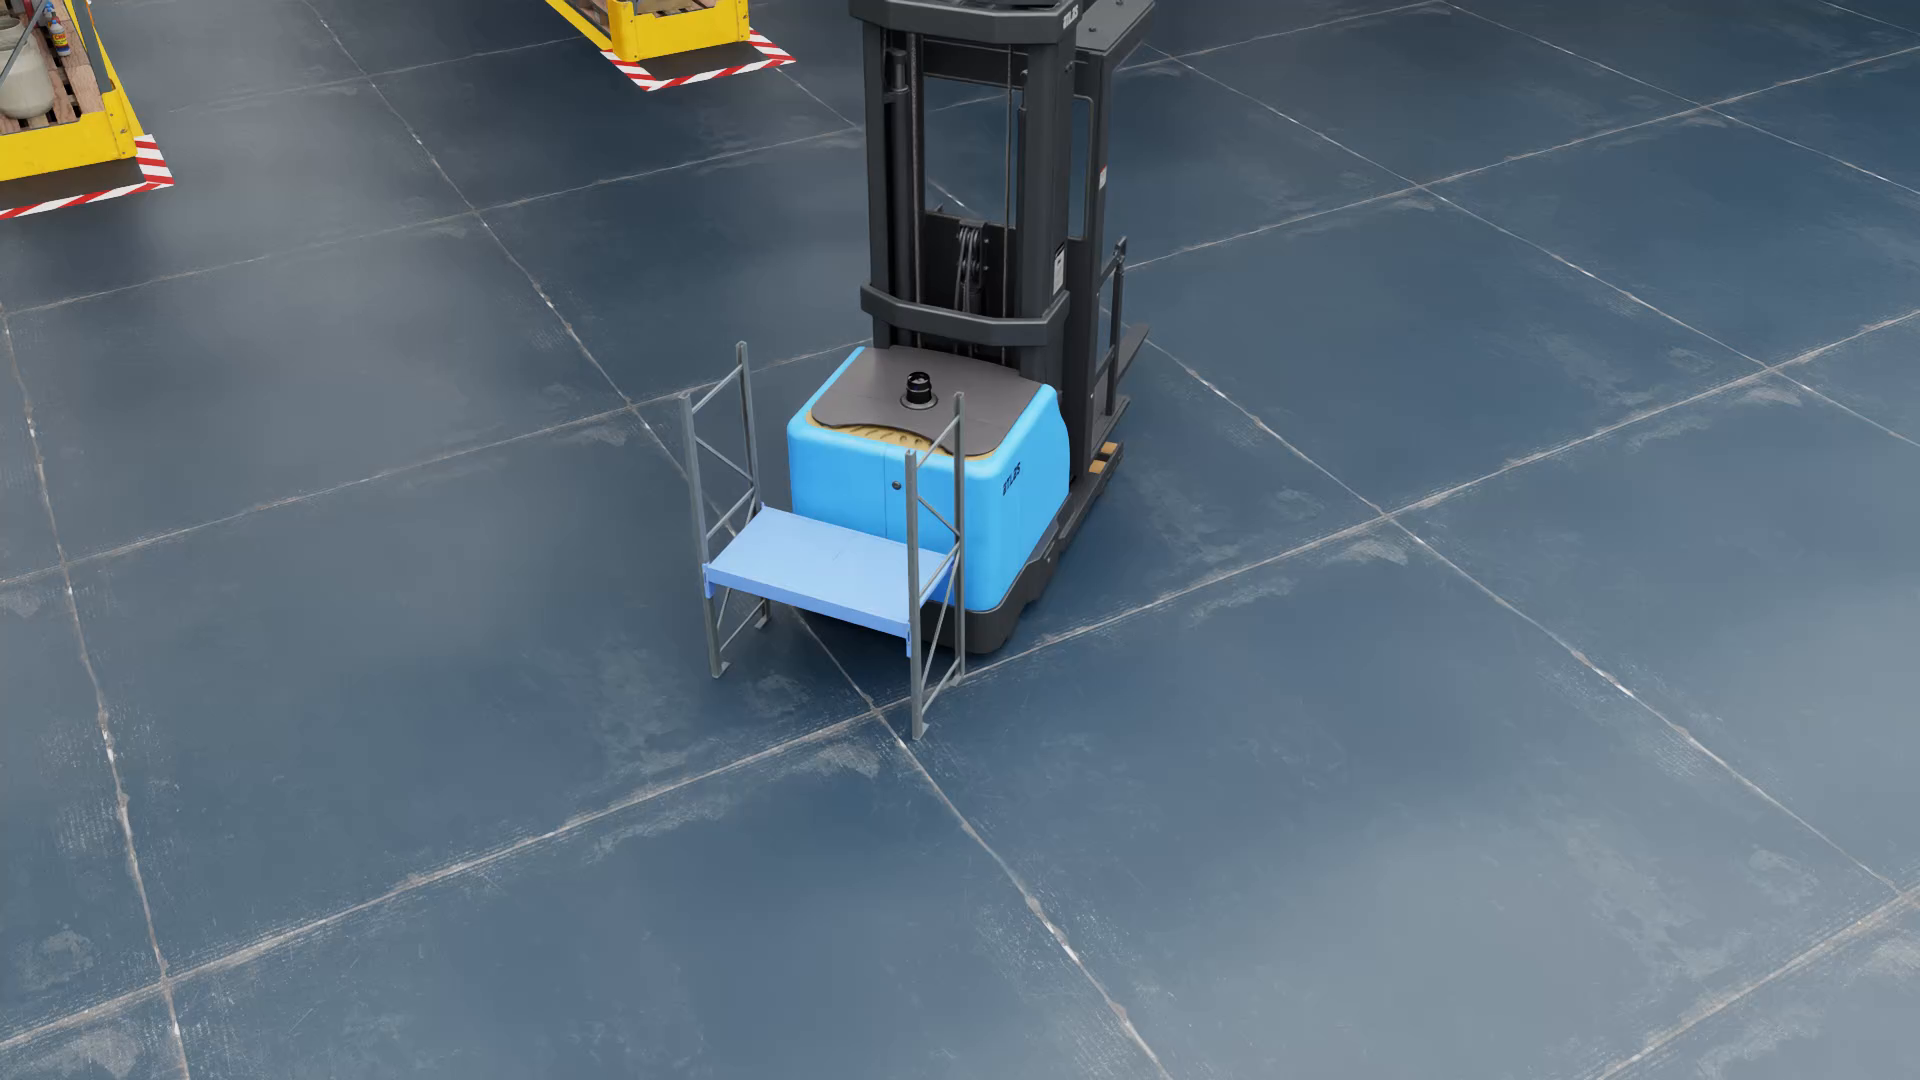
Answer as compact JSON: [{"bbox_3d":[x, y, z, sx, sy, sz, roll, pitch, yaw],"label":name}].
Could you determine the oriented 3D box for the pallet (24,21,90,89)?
[{"bbox_3d":[-7.726,-3.903,13.643,1.003,0.211,1.213,-19,40,-24],"label":"pallet"}]

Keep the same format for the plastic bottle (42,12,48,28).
[{"bbox_3d":[-7.652,-4.413,13.976,0.097,0.201,0.097,0,36,0],"label":"plastic bottle"}]

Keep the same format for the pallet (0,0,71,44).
[{"bbox_3d":[-8.343,-4.526,14.496,1.003,0.211,1.213,-19,40,-24],"label":"pallet"}]

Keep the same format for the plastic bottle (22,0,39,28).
[{"bbox_3d":[-7.827,-4.466,13.979,0.061,0.283,0.133,-19,40,-24],"label":"plastic bottle"}]

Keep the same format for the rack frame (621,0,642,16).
[{"bbox_3d":[-2.353,-5.435,13.376,1.000,3.000,0.127,-19,40,-24],"label":"rack frame"}]

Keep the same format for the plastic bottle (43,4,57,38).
[{"bbox_3d":[-7.499,-4.286,13.743,0.097,0.271,0.097,0,36,0],"label":"plastic bottle"}]

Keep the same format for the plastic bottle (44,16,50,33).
[{"bbox_3d":[-7.549,-4.308,13.832,0.097,0.201,0.097,0,36,0],"label":"plastic bottle"}]

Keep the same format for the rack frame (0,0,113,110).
[{"bbox_3d":[-6.635,-3.967,11.366,1.000,3.000,0.127,-19,40,-24],"label":"rack frame"}]

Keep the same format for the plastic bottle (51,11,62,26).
[{"bbox_3d":[-7.375,-4.186,13.595,0.061,0.283,0.133,-18,40,-23],"label":"plastic bottle"}]

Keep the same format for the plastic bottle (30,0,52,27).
[{"bbox_3d":[-7.735,-4.495,14.025,0.152,0.276,0.135,-18,40,-23],"label":"plastic bottle"}]

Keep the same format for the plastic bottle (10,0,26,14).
[{"bbox_3d":[-8.091,-4.687,14.288,0.152,0.276,0.135,-19,40,-24],"label":"plastic bottle"}]

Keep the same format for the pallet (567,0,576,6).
[{"bbox_3d":[-3.377,-5.394,15.684,1.003,0.211,1.213,-19,40,-24],"label":"pallet"}]

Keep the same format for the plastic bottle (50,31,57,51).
[{"bbox_3d":[-7.329,-4.085,13.526,0.097,0.201,0.097,0,36,0],"label":"plastic bottle"}]

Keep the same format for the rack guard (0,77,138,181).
[{"bbox_3d":[-6.714,-2.983,12.137,1.175,0.500,0.348,-19,40,-24],"label":"rack guard"}]

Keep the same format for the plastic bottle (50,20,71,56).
[{"bbox_3d":[-7.277,-4.060,13.433,0.097,0.271,0.097,0,36,0],"label":"plastic bottle"}]

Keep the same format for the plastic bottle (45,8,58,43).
[{"bbox_3d":[-7.449,-4.235,13.673,0.097,0.271,0.097,0,36,0],"label":"plastic bottle"}]

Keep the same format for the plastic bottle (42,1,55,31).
[{"bbox_3d":[-7.601,-4.389,13.884,0.097,0.271,0.097,0,36,0],"label":"plastic bottle"}]

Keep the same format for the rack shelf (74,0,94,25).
[{"bbox_3d":[-7.640,-4.697,12.975,1.077,0.370,4.000,-19,40,-24],"label":"rack shelf"}]

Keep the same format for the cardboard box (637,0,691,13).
[{"bbox_3d":[-2.652,-4.919,14.432,0.500,0.500,0.500,-12,38,-16],"label":"cardboard box"}]

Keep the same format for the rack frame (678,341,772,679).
[{"bbox_3d":[-1.022,-0.107,7.349,0.032,1.500,0.500,15,39,19],"label":"rack frame"}]

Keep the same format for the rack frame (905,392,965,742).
[{"bbox_3d":[-0.095,0.139,7.013,0.032,1.500,0.500,15,39,19],"label":"rack frame"}]

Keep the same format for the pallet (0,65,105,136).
[{"bbox_3d":[-7.118,-3.282,12.792,1.003,0.211,1.213,-19,40,-24],"label":"pallet"}]

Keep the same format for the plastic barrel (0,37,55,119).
[{"bbox_3d":[-7.032,-3.445,12.405,0.421,0.512,0.421,0,36,0],"label":"plastic barrel"}]

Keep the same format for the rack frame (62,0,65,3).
[{"bbox_3d":[-8.645,-6.007,14.159,1.000,3.000,0.127,-19,40,-24],"label":"rack frame"}]

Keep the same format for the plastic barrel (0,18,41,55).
[{"bbox_3d":[-7.284,-3.701,12.755,0.421,0.512,0.421,0,36,0],"label":"plastic barrel"}]

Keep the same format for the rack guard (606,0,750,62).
[{"bbox_3d":[-2.391,-4.464,14.166,1.175,0.500,0.348,-19,40,-24],"label":"rack guard"}]

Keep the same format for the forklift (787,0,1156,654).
[{"bbox_3d":[0.237,-1.527,8.083,1.130,2.935,3.031,13,38,18],"label":"forklift"}]

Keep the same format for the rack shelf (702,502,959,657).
[{"bbox_3d":[-0.558,0.160,7.288,1.000,0.185,0.538,15,39,19],"label":"rack shelf"}]

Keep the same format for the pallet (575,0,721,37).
[{"bbox_3d":[-2.768,-4.772,14.833,1.003,0.211,1.213,-19,40,-24],"label":"pallet"}]

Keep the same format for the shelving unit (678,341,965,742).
[{"bbox_3d":[-0.559,0.016,7.181,1.048,1.500,0.538,15,39,19],"label":"shelving unit"}]
